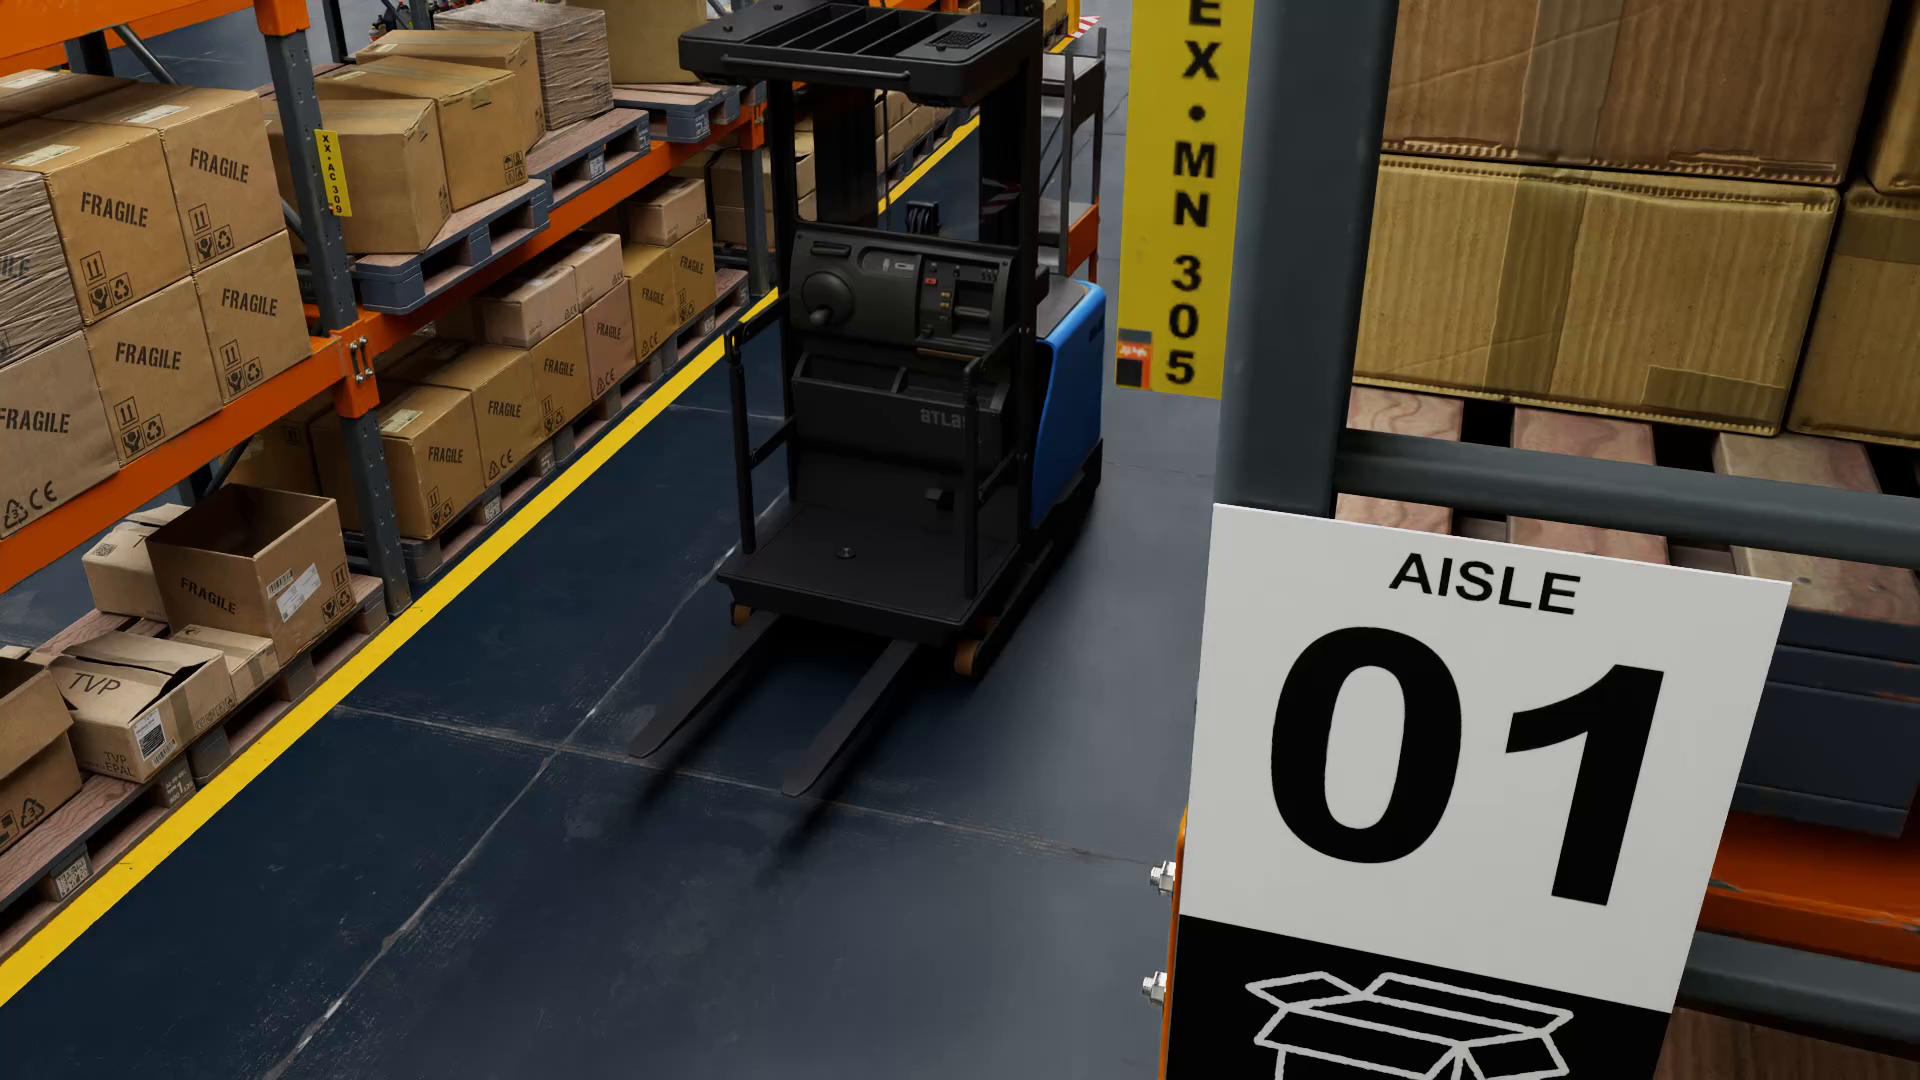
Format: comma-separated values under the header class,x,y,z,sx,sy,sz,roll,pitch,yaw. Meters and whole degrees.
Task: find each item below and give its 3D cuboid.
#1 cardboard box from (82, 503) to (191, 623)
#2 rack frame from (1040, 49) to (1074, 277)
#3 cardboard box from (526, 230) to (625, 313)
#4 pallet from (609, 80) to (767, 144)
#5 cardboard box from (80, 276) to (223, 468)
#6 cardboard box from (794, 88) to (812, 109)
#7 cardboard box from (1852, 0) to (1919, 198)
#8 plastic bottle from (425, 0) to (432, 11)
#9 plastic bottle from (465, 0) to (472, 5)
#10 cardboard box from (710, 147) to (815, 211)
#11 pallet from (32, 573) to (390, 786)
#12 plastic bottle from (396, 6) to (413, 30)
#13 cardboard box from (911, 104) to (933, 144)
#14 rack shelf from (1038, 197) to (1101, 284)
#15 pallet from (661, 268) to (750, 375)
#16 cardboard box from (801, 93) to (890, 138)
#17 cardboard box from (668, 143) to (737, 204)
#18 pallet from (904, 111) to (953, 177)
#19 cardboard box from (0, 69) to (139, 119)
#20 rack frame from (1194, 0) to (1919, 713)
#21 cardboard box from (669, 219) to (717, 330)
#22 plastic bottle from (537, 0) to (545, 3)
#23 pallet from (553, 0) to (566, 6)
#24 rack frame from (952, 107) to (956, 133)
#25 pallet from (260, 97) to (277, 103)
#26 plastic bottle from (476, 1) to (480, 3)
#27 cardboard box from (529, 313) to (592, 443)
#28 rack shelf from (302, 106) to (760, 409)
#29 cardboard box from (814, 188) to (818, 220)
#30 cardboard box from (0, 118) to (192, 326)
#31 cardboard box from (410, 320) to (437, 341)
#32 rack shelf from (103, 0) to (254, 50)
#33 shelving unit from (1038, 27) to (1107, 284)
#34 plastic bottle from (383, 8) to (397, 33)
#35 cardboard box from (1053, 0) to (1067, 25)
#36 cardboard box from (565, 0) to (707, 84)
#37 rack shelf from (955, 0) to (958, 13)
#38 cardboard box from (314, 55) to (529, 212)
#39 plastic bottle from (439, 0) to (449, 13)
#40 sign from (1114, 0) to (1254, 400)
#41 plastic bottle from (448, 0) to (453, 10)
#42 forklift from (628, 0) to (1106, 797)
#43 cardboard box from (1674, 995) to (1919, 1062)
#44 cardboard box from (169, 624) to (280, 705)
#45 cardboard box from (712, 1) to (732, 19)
class,x,y,z,sx,sy,sz,roll,pitch,yaw
cardboard box,-3.209,0.074,6.845,0.500,0.311,0.500,8,30,15
rack frame,0.311,-1.268,7.869,0.400,2.100,0.015,11,31,19
cardboard box,-2.064,-1.388,8.508,0.500,0.250,0.500,8,30,14
pallet,-1.837,-2.523,9.397,1.213,0.211,1.003,8,30,15
cardboard box,-2.930,-0.608,5.654,0.500,0.500,0.500,9,30,16
cardboard box,-1.340,-3.147,12.140,0.500,0.311,0.500,9,30,16
cardboard box,1.129,-0.614,1.530,0.500,0.500,0.500,7,30,13
plastic bottle,-5.200,-5.114,16.129,0.144,0.351,0.185,8,30,15
plastic bottle,-5.005,-5.463,16.826,0.061,0.283,0.133,9,30,16
cardboard box,-1.270,-2.360,10.727,0.500,0.311,0.500,10,30,17
pallet,-3.081,0.465,6.698,1.003,0.211,1.213,8,30,15
plastic bottle,-5.213,-4.854,15.662,0.144,0.351,0.185,8,30,15
cardboard box,-0.525,-3.304,13.000,0.500,0.250,0.500,8,30,14
rack shelf,0.400,-1.366,8.074,0.431,0.518,0.480,11,31,19
pallet,-1.960,-1.372,9.999,1.003,0.211,1.213,8,30,15
cardboard box,-0.822,-3.081,12.023,0.500,0.311,0.500,8,30,14
cardboard box,-1.786,-2.437,10.865,0.500,0.311,0.500,9,30,16
pallet,-0.710,-3.224,13.329,1.003,0.211,1.213,8,30,15
cardboard box,-3.286,-1.375,6.004,0.500,0.500,0.500,9,30,16
rack frame,0.684,-1.131,0.526,1.000,3.000,0.127,8,30,15
cardboard box,-1.755,-1.564,9.594,0.500,0.500,0.500,10,31,17
plastic bottle,-4.228,-5.390,16.696,0.061,0.283,0.133,9,30,16
pallet,-4.312,-5.721,17.816,1.003,0.211,1.213,8,30,15
rack frame,-0.531,-4.791,13.276,1.000,3.000,0.127,8,30,15
pallet,-5.814,-3.341,13.539,1.003,0.211,1.213,8,30,15
plastic bottle,-4.576,-4.938,15.812,0.144,0.351,0.185,7,30,13
cardboard box,-2.204,-0.843,8.299,0.500,0.500,0.500,9,30,15
rack shelf,-2.292,-1.688,8.439,1.077,0.370,4.000,8,30,15
cardboard box,-1.124,-2.349,11.283,0.500,0.250,0.500,8,30,13
cardboard box,-2.928,-1.043,5.408,0.500,0.500,0.500,8,30,14
cardboard box,-2.707,-0.905,8.409,0.500,0.500,0.500,9,30,15
rack shelf,-5.852,-4.255,13.054,1.077,0.370,4.000,8,30,15
shelving unit,0.400,-1.378,8.067,0.431,2.100,0.503,11,31,19
plastic bottle,-5.351,-4.874,15.699,0.144,0.351,0.185,8,30,14
cardboard box,0.768,-5.340,16.660,0.500,0.250,0.500,8,30,15
cardboard box,-1.782,-2.850,9.253,0.700,0.500,0.500,-1,29,-2
rack shelf,0.056,-5.406,15.122,1.077,0.370,4.000,8,30,15
cardboard box,-2.385,-1.817,7.396,0.700,0.500,0.500,13,32,23
plastic bottle,-5.047,-5.144,16.253,0.061,0.283,0.133,8,30,15
sign,0.169,-0.256,1.210,0.100,0.325,0.005,8,30,15
plastic bottle,-5.080,-5.278,16.577,0.097,0.201,0.097,0,29,0
forklift,-0.321,-0.949,6.442,1.130,2.935,3.031,11,31,19
cardboard box,1.027,0.782,2.950,0.980,0.700,0.700,8,30,14
cardboard box,-2.828,0.469,6.302,0.380,0.149,0.250,8,30,15
cardboard box,-1.257,-3.281,10.654,0.500,0.311,0.500,8,30,14
